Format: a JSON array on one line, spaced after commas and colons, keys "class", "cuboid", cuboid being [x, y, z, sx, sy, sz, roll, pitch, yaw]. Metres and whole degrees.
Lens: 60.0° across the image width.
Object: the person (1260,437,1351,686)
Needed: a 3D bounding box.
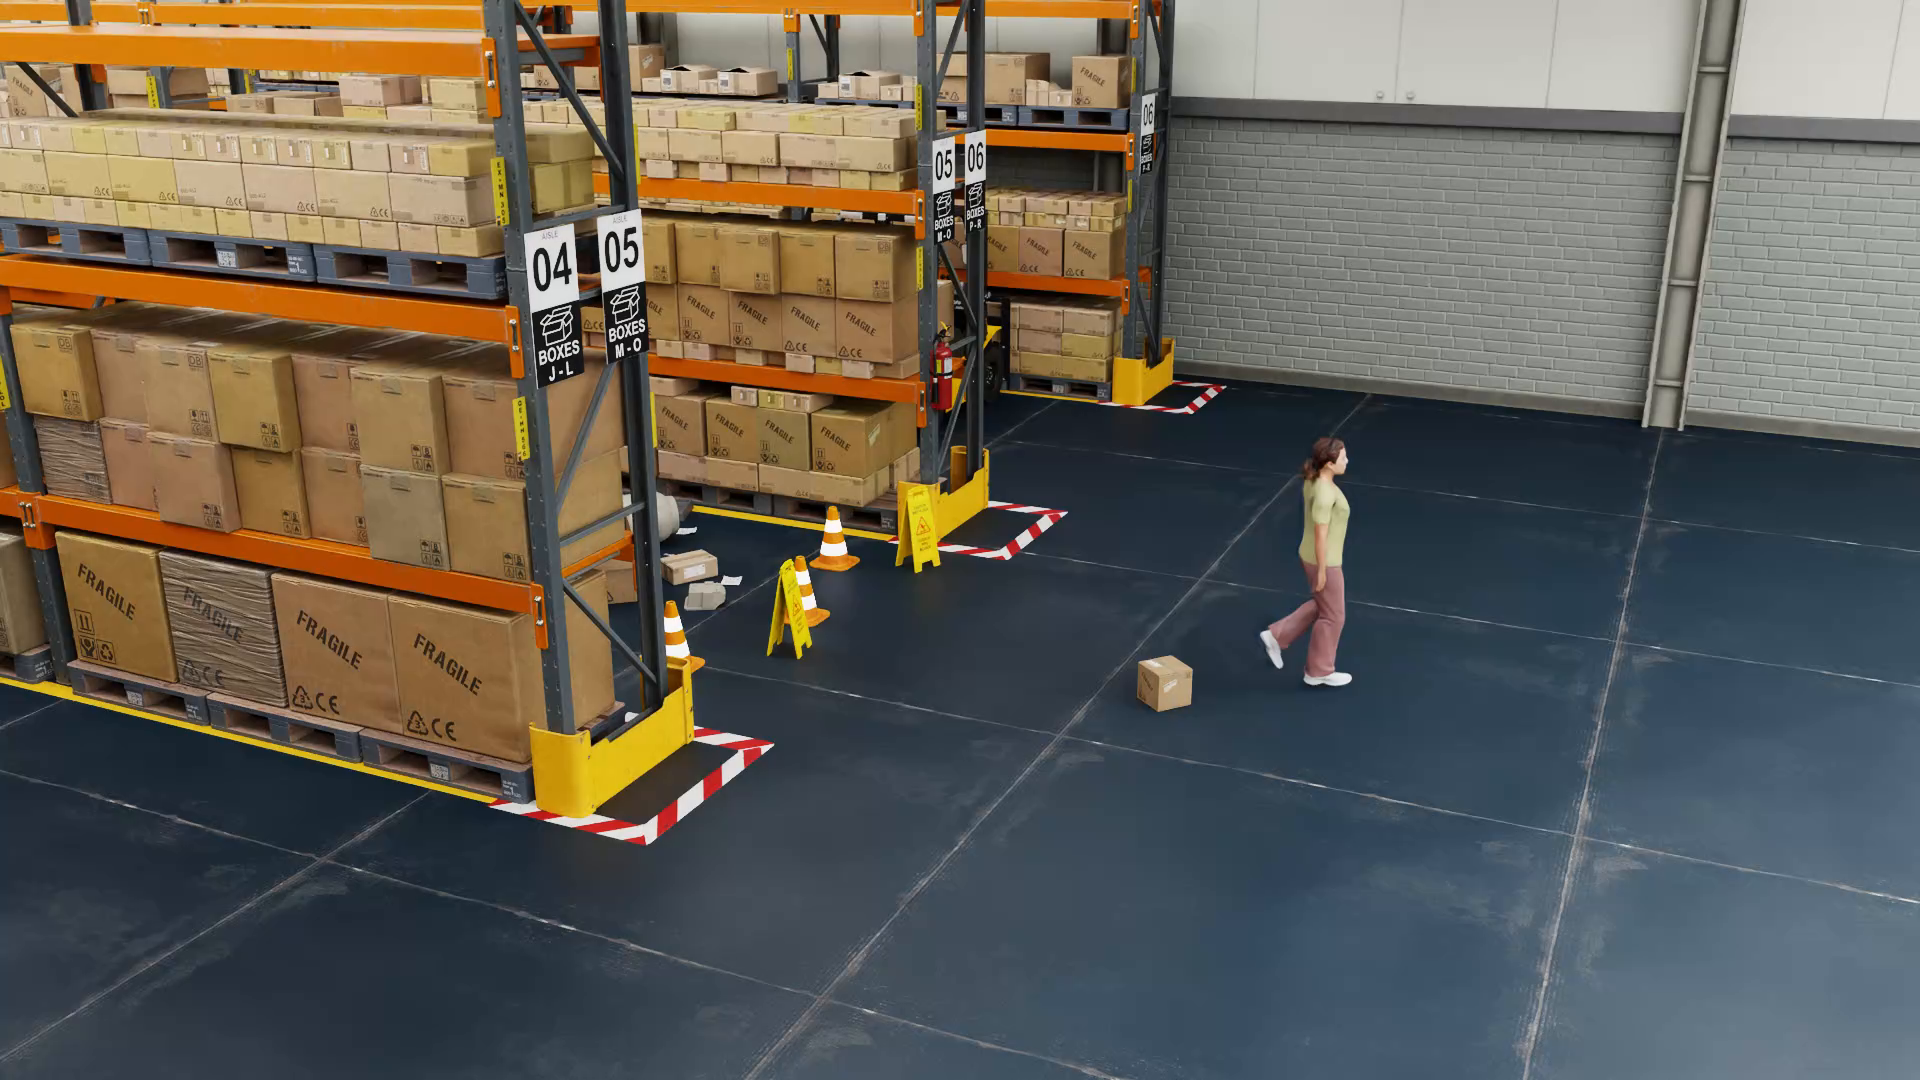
[{"class": "person", "cuboid": [2.258, 0.138, 10.602, 0.583, 1.657, 0.446, 0, 19, 0]}]
